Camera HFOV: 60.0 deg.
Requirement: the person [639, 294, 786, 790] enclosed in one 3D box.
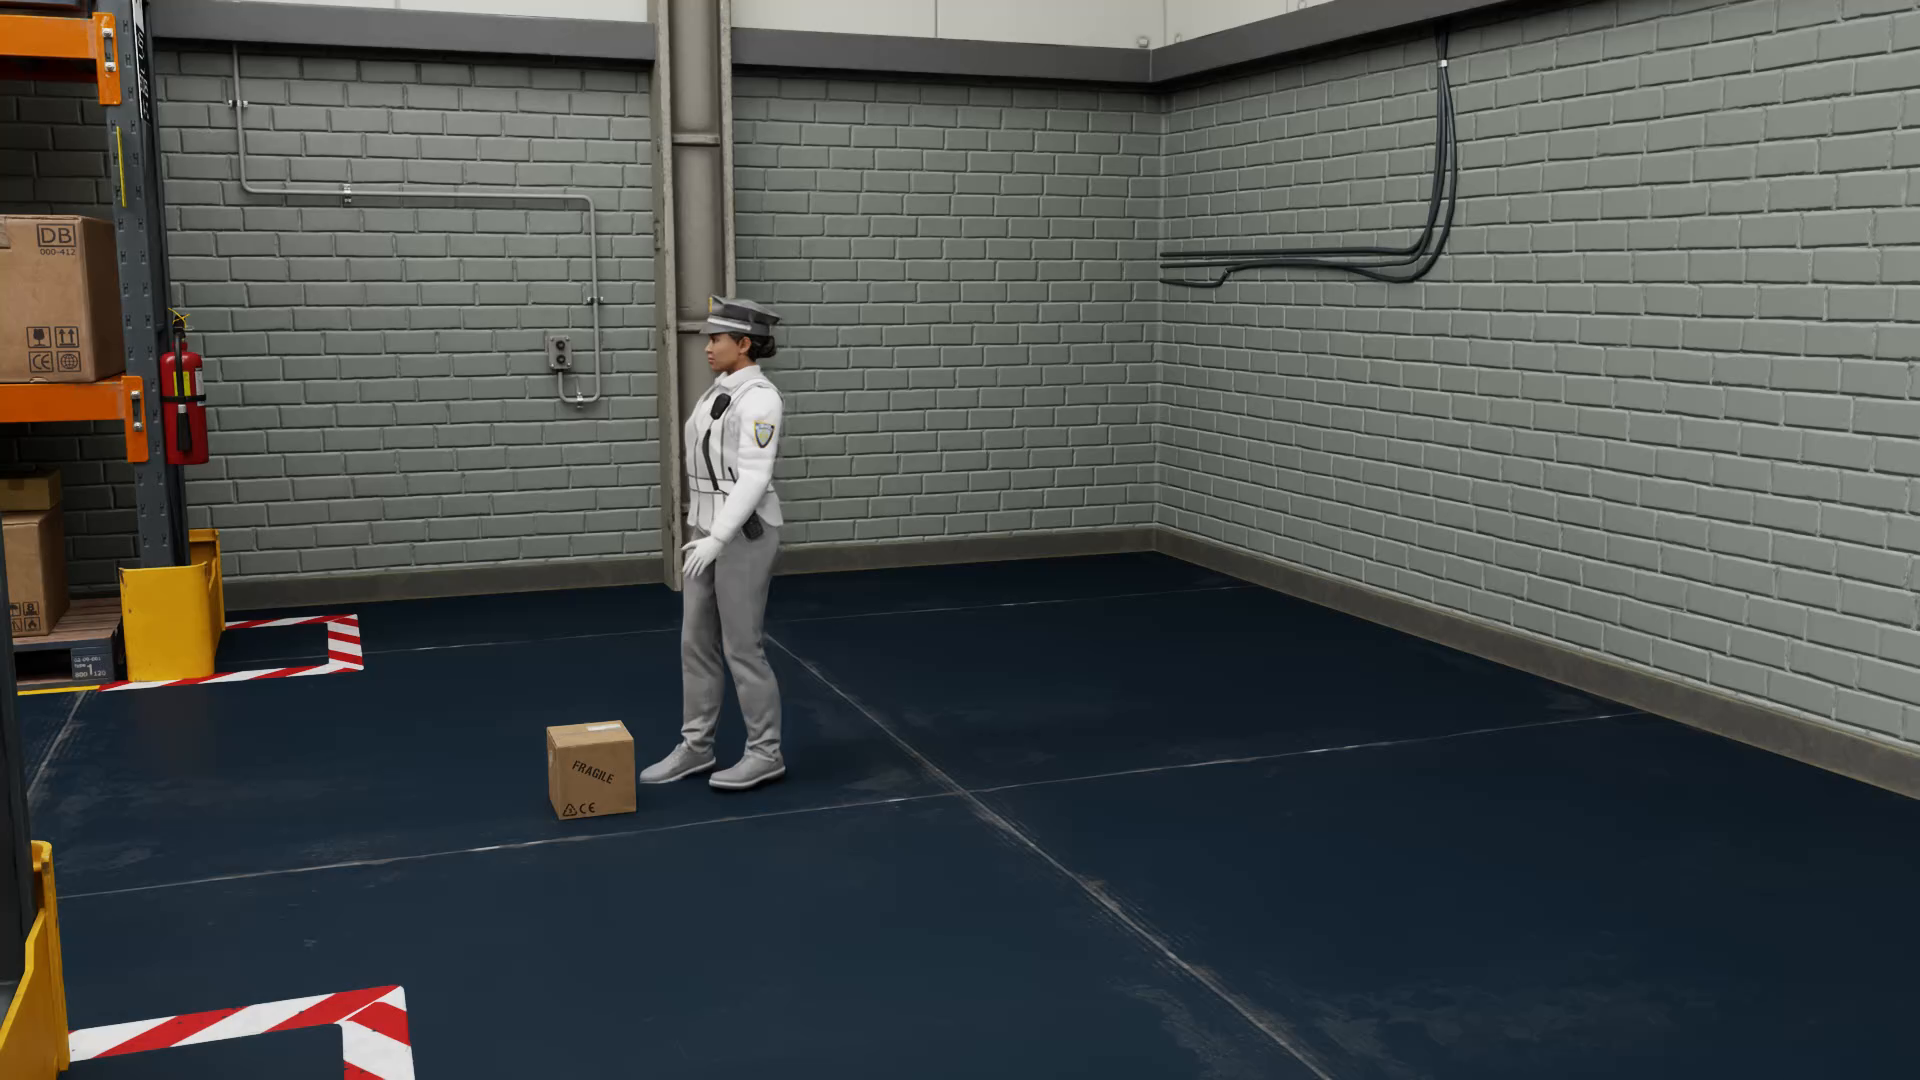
[{"bbox_3d":[-0.841,0.019,5.692,0.493,1.702,0.538,-5,10,-30],"label":"person"}]
